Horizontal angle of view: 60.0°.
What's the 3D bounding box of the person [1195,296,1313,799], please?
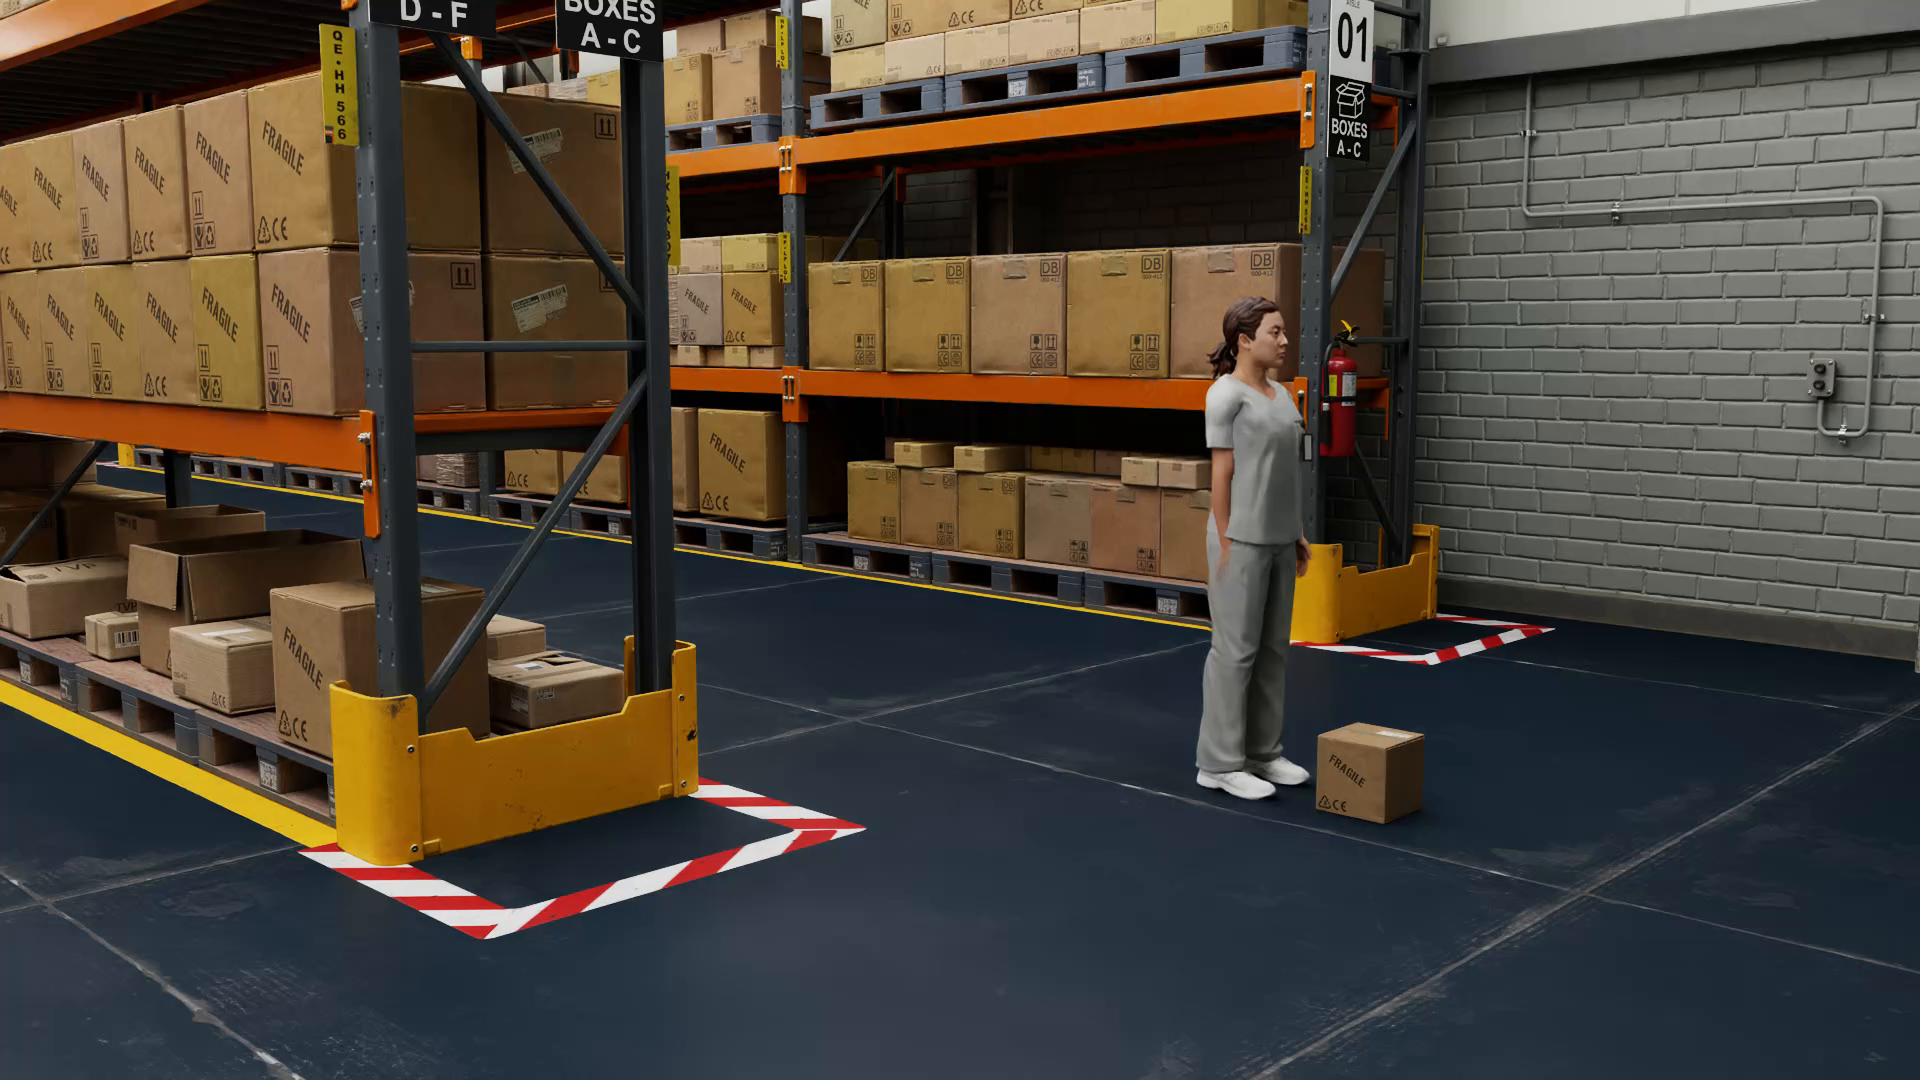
[{"bbox_3d":[1.007,0.014,5.677,0.439,1.675,0.380,-7,10,-45],"label":"person"}]
